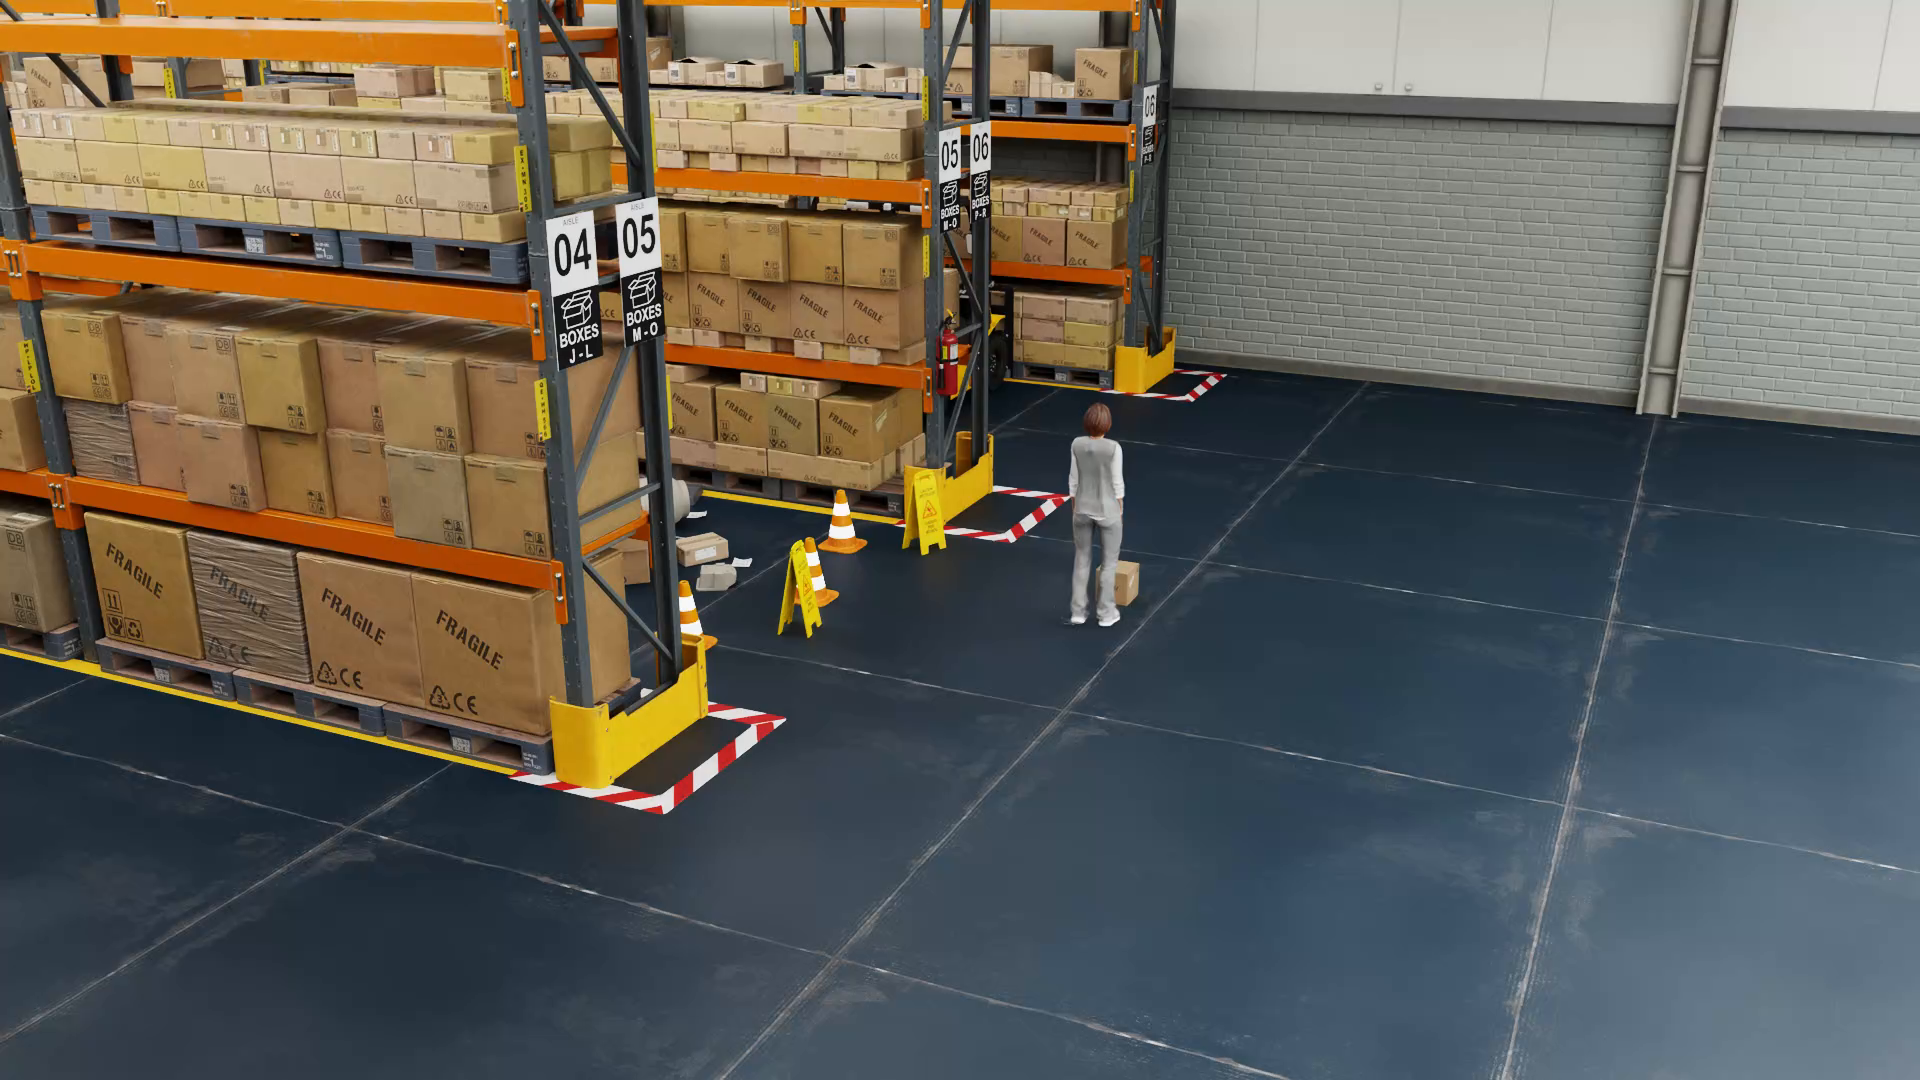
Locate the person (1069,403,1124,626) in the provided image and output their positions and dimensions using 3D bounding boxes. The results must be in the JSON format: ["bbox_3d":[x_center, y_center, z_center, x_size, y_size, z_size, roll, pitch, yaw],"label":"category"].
[{"bbox_3d":[0.946,-0.170,11.605,0.406,1.617,0.310,9,21,24],"label":"person"}]
